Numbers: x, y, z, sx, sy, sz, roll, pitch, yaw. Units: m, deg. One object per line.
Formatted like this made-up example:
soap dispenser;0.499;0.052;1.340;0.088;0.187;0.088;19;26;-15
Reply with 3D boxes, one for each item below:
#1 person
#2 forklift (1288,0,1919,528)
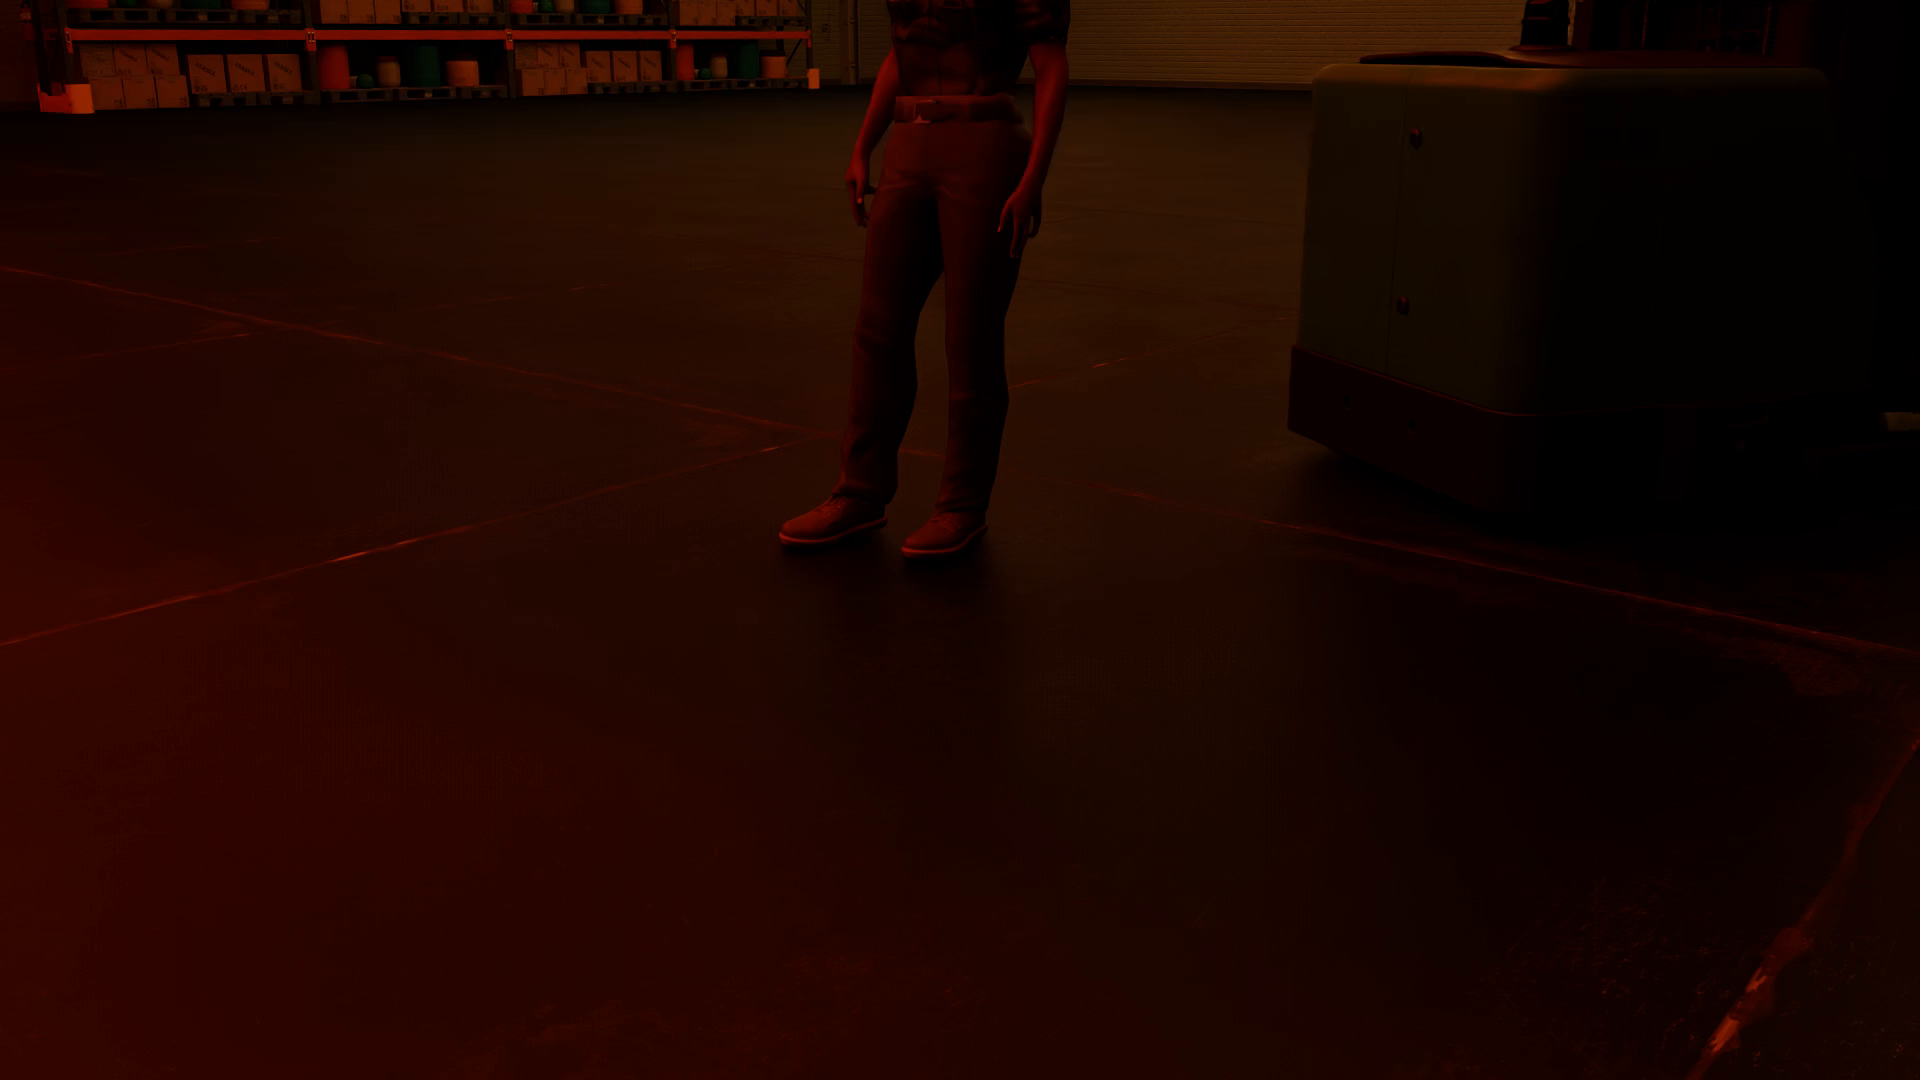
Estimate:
person;-0.071;-0.782;3.646;0.570;1.656;0.503;13;21;37
forklift;2.508;-1.671;4.400;3.031;2.935;1.130;-6;18;-18
